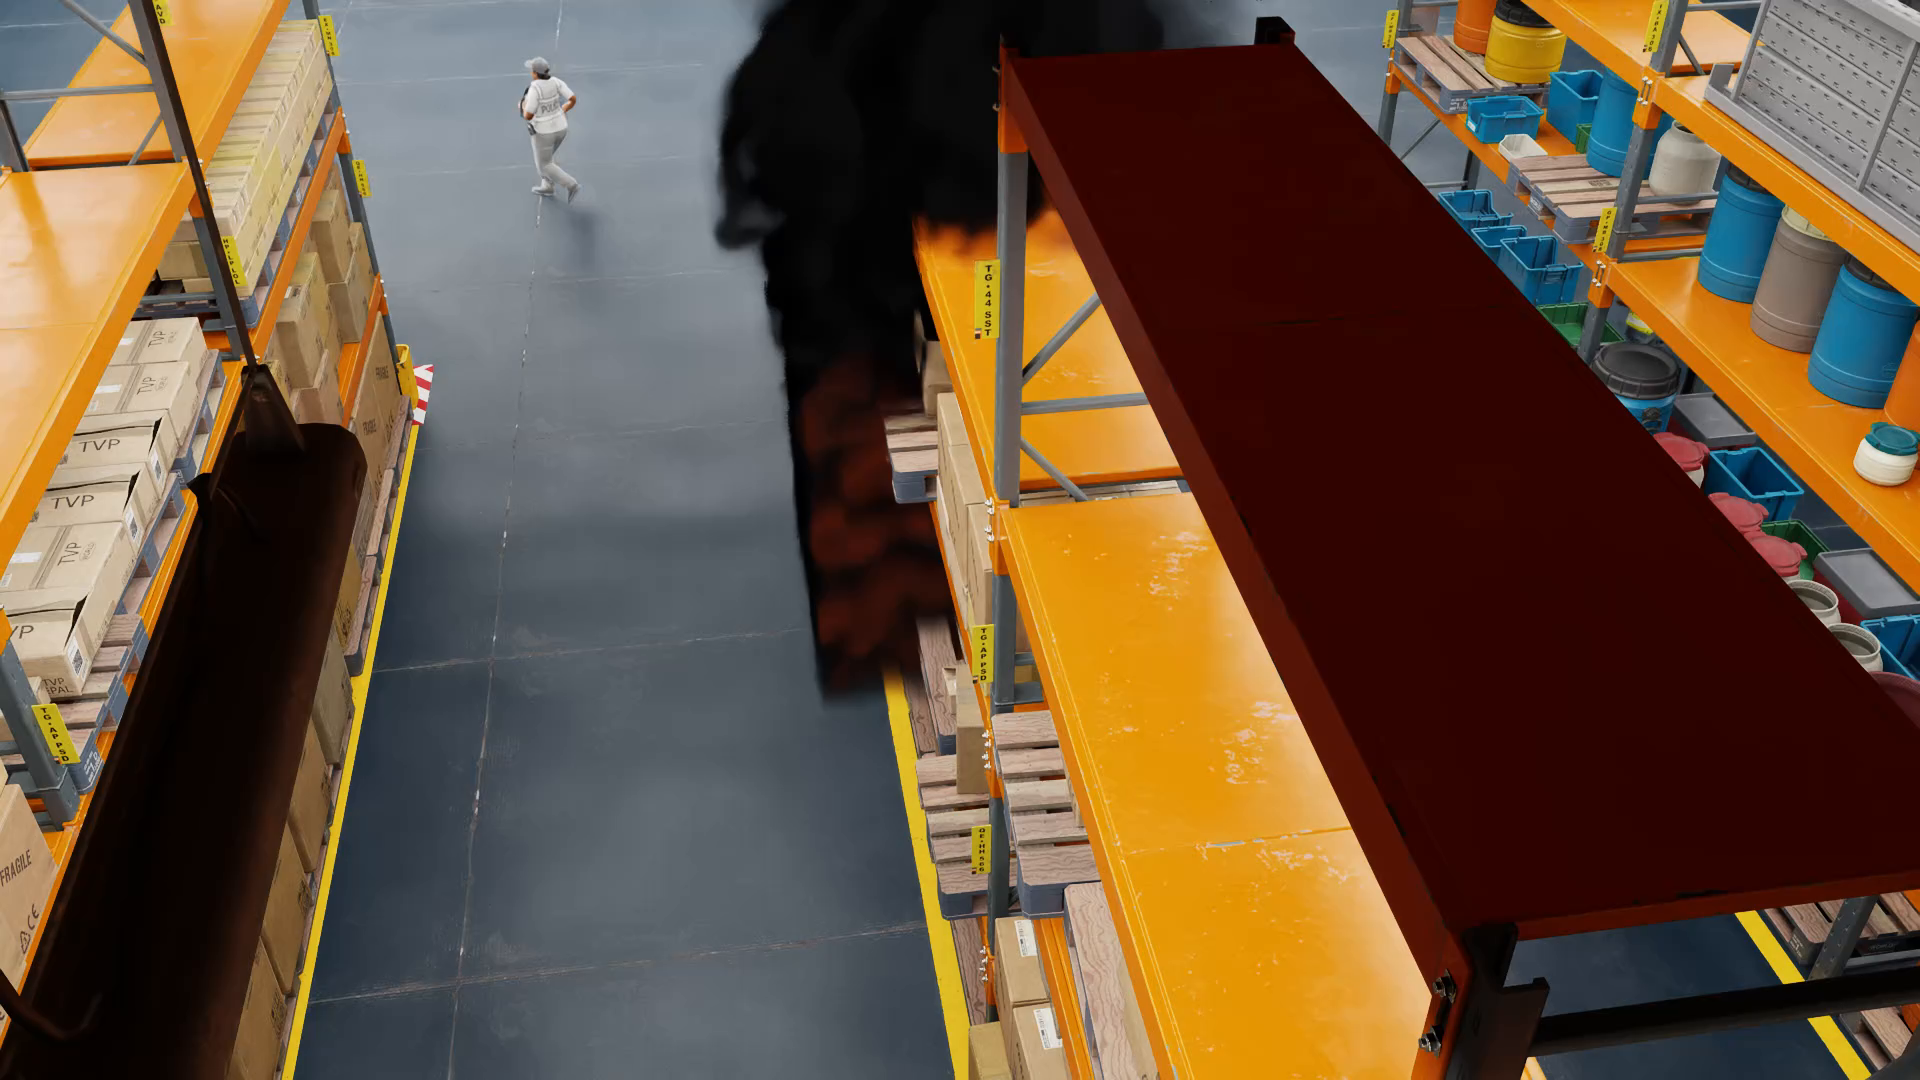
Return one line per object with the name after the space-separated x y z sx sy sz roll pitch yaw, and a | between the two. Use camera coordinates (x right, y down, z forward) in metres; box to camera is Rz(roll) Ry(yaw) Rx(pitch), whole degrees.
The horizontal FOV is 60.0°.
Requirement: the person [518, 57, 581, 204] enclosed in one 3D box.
-4.475 -4.462 18.136 0.862 1.637 0.619 20 41 25 | person

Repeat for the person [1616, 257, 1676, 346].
5.995 -1.849 14.433 0.701 1.750 0.981 -8 37 -11 | person
